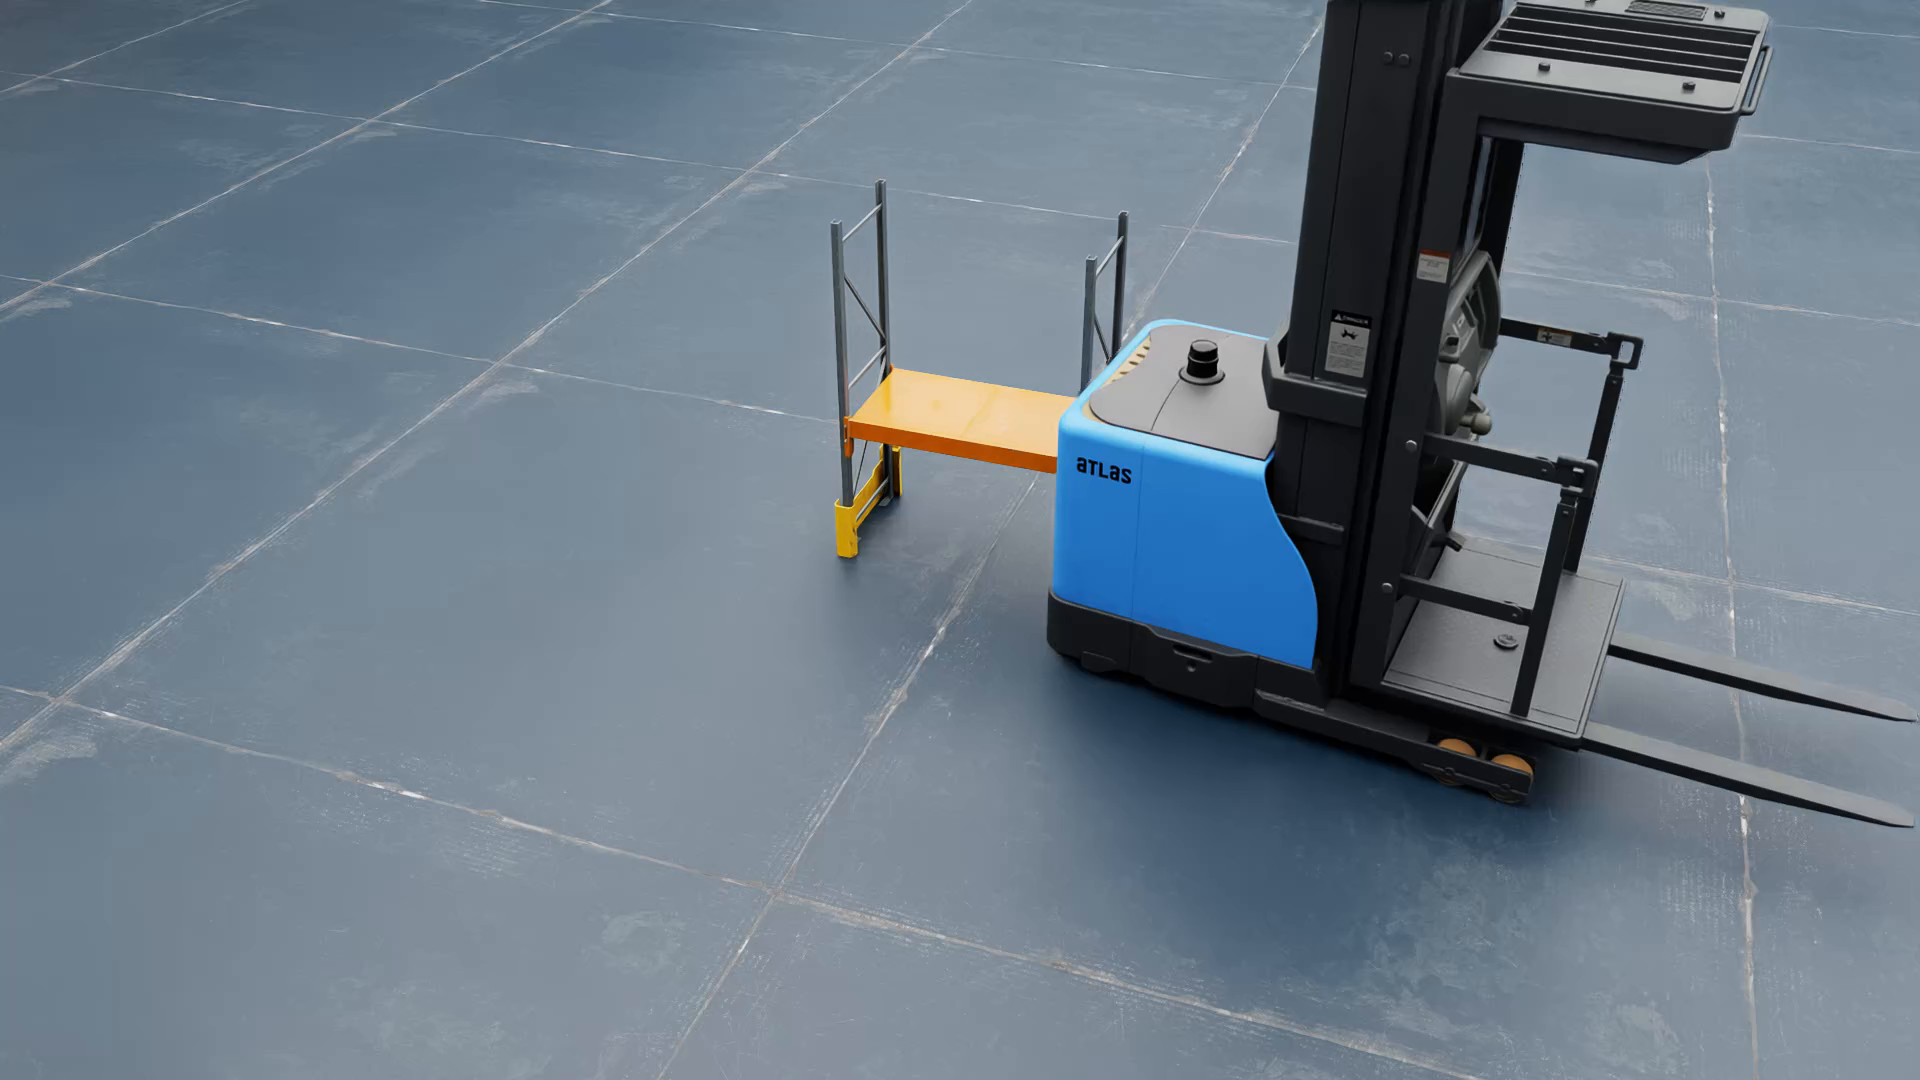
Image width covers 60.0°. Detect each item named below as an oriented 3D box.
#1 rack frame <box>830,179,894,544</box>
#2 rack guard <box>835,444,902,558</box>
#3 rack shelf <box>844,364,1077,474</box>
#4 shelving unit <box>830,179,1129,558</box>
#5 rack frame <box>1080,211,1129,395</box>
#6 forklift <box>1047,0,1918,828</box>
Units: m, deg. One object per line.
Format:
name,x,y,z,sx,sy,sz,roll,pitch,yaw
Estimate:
rack frame,-0.398,-0.708,6.963,0.032,1.500,0.500,11,34,16
rack guard,-0.397,-0.182,7.302,0.087,0.250,0.587,11,34,16
rack shelf,0.080,-0.463,6.917,1.000,0.185,0.538,11,34,16
shelving unit,0.072,-0.616,6.822,1.083,1.500,0.587,11,34,16
rack frame,0.559,-0.521,6.675,0.032,1.500,0.500,11,34,16
forklift,1.892,-0.642,5.543,3.031,2.935,1.130,15,36,22
